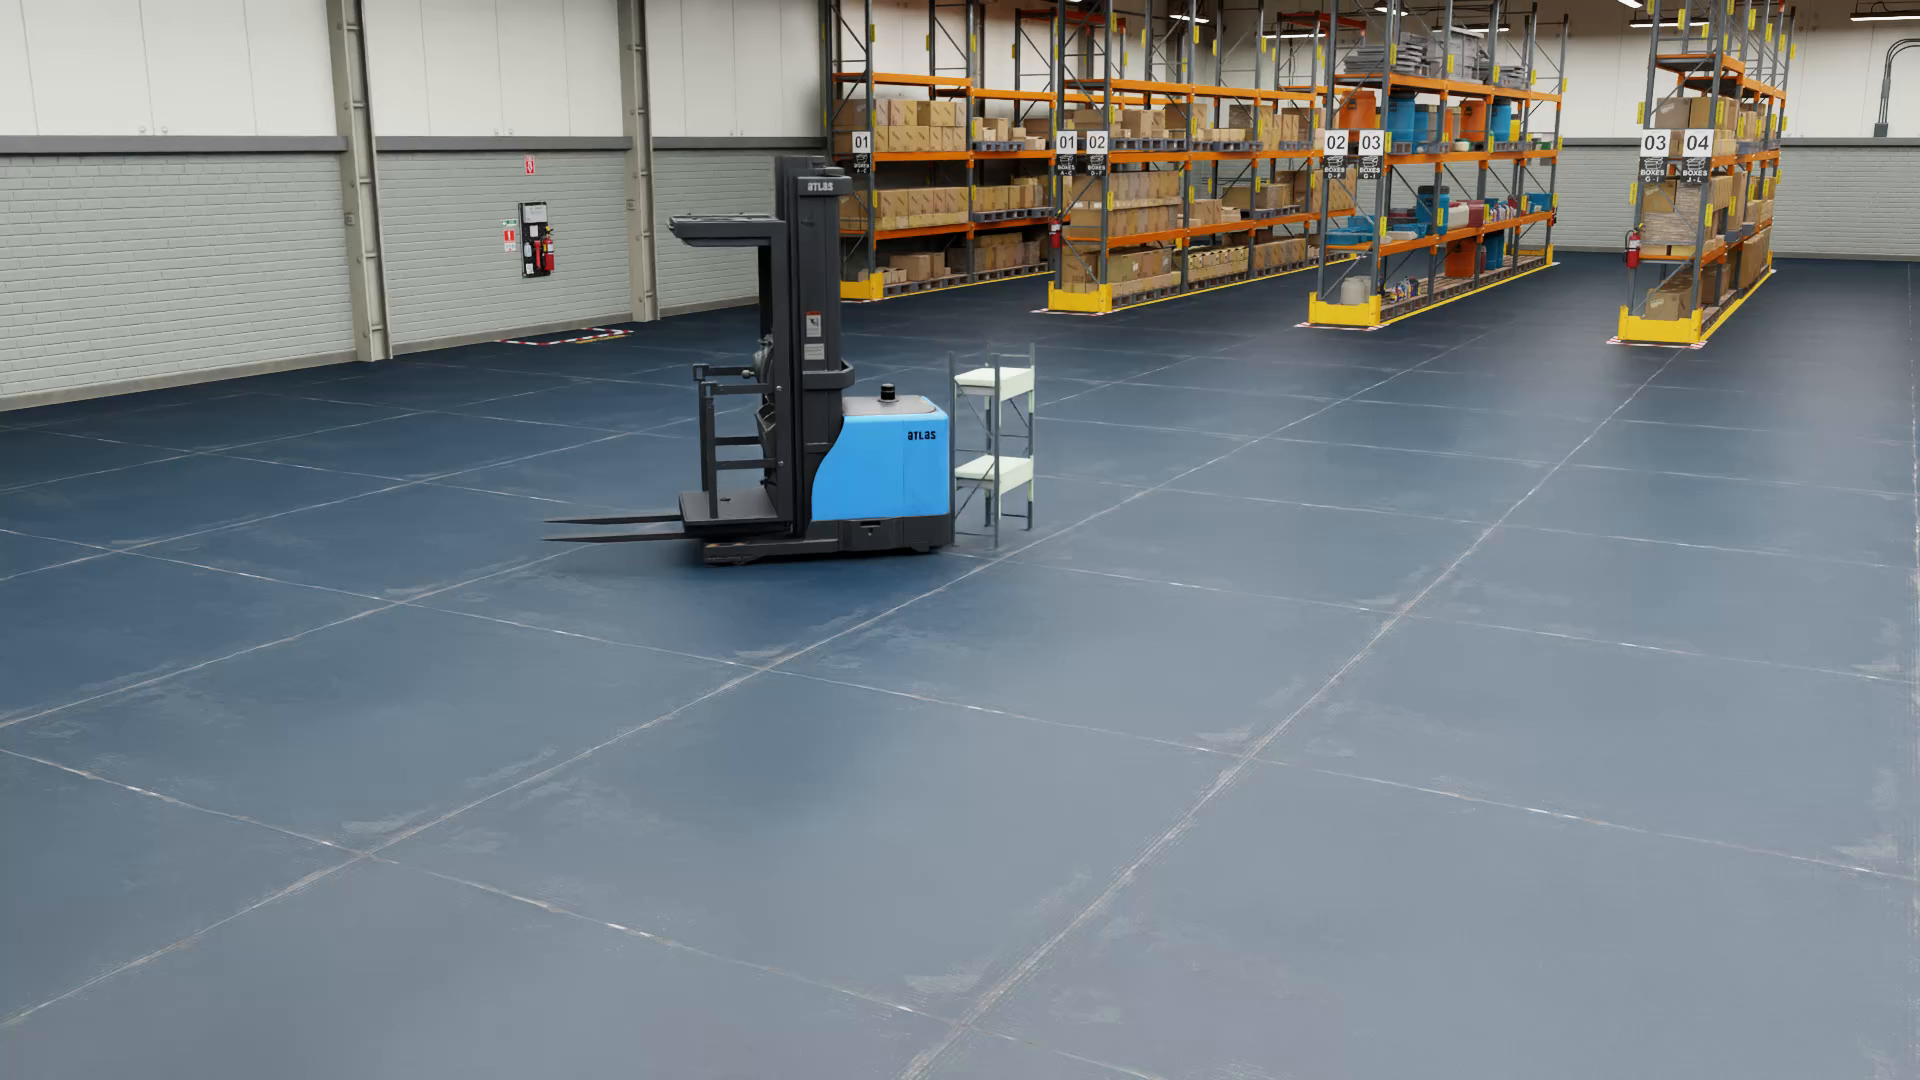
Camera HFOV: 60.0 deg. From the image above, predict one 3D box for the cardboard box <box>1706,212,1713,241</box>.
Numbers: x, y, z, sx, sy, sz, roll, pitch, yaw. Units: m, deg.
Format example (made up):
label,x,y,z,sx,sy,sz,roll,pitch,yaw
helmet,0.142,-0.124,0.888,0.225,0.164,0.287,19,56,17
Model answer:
label,x,y,z,sx,sy,sz,roll,pitch,yaw
cardboard box,11.841,-5.187,27.300,0.875,0.500,0.500,7,15,28

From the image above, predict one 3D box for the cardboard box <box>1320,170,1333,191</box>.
label,x,y,z,sx,sy,sz,roll,pitch,yaw
cardboard box,8.986,-8.965,41.472,0.500,0.500,0.500,7,15,26

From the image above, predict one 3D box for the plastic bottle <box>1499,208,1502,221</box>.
label,x,y,z,sx,sy,sz,roll,pitch,yaw
plastic bottle,11.843,-7.161,36.600,0.152,0.276,0.135,7,15,28

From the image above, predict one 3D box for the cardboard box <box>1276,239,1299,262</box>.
label,x,y,z,sx,sy,sz,roll,pitch,yaw
cardboard box,7.779,-6.918,39.726,0.500,0.500,0.500,7,15,28

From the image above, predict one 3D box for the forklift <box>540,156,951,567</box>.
label,x,y,z,sx,sy,sz,roll,pitch,yaw
forklift,-1.643,-1.362,12.431,3.031,2.935,1.130,-3,14,-12

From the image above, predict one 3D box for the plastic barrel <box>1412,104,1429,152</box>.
label,x,y,z,sx,sy,sz,roll,pitch,yaw
plastic barrel,8.536,-7.782,31.441,0.600,0.901,0.708,7,15,28

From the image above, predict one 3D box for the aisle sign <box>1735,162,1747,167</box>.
label,x,y,z,sx,sy,sz,roll,pitch,yaw
aisle sign,18.389,-9.164,39.098,0.394,0.787,0.004,7,15,28

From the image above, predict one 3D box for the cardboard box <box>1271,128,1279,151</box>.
label,x,y,z,sx,sy,sz,roll,pitch,yaw
cardboard box,6.759,-9.145,37.952,0.910,0.500,0.500,7,15,28

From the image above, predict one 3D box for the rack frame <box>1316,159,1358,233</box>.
label,x,y,z,sx,sy,sz,roll,pitch,yaw
rack frame,9.947,-8.975,43.860,1.000,3.000,0.127,7,15,28

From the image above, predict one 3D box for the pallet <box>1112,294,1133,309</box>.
label,x,y,z,sx,sy,sz,roll,pitch,yaw
pallet,2.545,-4.498,31.241,1.003,0.211,1.213,7,15,28

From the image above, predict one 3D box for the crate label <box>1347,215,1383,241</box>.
label,x,y,z,sx,sy,sz,roll,pitch,yaw
crate label,7.200,-5.555,29.602,0.502,0.435,0.616,7,15,28

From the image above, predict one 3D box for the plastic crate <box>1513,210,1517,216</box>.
label,x,y,z,sx,sy,sz,roll,pitch,yaw
plastic crate,12.698,-7.572,38.477,0.396,0.136,0.243,7,15,28

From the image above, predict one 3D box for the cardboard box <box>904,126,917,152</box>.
label,x,y,z,sx,sy,sz,roll,pitch,yaw
cardboard box,-1.207,-8.022,33.254,0.500,0.500,0.500,8,16,31

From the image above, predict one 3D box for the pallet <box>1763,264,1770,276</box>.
label,x,y,z,sx,sy,sz,roll,pitch,yaw
pallet,18.299,-6.323,38.810,1.003,0.211,1.213,7,15,28

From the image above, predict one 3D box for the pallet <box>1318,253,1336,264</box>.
label,x,y,z,sx,sy,sz,roll,pitch,yaw
pallet,8.935,-7.190,42.409,1.003,0.211,1.213,7,15,28

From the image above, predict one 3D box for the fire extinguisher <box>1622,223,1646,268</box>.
label,x,y,z,sx,sy,sz,roll,pitch,yaw
fire extinguisher,10.424,-4.560,25.713,0.296,0.674,0.183,7,15,28

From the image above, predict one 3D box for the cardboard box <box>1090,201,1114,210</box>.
label,x,y,z,sx,sy,sz,roll,pitch,yaw
cardboard box,2.591,-6.112,30.388,0.380,0.149,0.250,7,15,28

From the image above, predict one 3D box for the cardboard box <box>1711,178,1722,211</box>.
label,x,y,z,sx,sy,sz,roll,pitch,yaw
cardboard box,11.875,-5.535,26.609,0.500,0.500,0.500,7,15,28

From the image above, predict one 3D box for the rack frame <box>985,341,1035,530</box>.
label,x,y,z,sx,sy,sz,roll,pitch,yaw
rack frame,0.396,-0.829,13.274,0.400,1.500,0.023,6,15,22

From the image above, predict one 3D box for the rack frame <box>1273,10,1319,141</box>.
label,x,y,z,sx,sy,sz,roll,pitch,yaw
rack frame,8.013,-11.070,39.752,1.000,3.000,0.127,7,15,28

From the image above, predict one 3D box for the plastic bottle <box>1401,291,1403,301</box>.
label,x,y,z,sx,sy,sz,roll,pitch,yaw
plastic bottle,7.958,-4.431,30.046,0.097,0.201,0.097,0,14,0

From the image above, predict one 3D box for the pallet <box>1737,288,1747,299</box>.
label,x,y,z,sx,sy,sz,roll,pitch,yaw
pallet,15.197,-5.008,33.355,1.003,0.211,1.213,7,15,28

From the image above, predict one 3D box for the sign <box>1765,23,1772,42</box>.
label,x,y,z,sx,sy,sz,roll,pitch,yaw
sign,15.230,-9.560,31.324,0.100,0.325,0.005,7,15,28

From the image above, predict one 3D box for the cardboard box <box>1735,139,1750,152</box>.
label,x,y,z,sx,sy,sz,roll,pitch,yaw
cardboard box,14.262,-7.264,30.684,0.500,0.250,0.500,8,16,30

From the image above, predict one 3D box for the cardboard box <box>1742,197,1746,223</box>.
label,x,y,z,sx,sy,sz,roll,pitch,yaw
cardboard box,14.341,-6.222,31.331,0.700,0.500,0.500,10,17,36

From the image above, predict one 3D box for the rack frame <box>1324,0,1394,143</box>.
label,x,y,z,sx,sy,sz,roll,pitch,yaw
rack frame,6.547,-8.046,27.209,1.000,3.000,0.127,7,15,28

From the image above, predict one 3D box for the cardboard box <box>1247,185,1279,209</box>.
label,x,y,z,sx,sy,sz,roll,pitch,yaw
cardboard box,6.895,-7.894,38.268,0.700,0.500,0.500,11,17,38

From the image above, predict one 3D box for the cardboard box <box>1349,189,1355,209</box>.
label,x,y,z,sx,sy,sz,roll,pitch,yaw
cardboard box,9.969,-8.901,43.339,0.500,0.500,0.500,8,16,30

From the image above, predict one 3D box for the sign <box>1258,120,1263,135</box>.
label,x,y,z,sx,sy,sz,roll,pitch,yaw
sign,6.562,-9.017,36.362,0.100,0.325,0.005,7,15,28

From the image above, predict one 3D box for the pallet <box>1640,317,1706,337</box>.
label,x,y,z,sx,sy,sz,roll,pitch,yaw
pallet,11.343,-3.392,26.651,1.003,0.211,1.213,7,15,28

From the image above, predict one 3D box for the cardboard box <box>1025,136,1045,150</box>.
label,x,y,z,sx,sy,sz,roll,pitch,yaw
cardboard box,1.630,-9.140,38.293,0.500,0.311,0.500,7,15,28

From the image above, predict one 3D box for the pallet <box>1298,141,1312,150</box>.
label,x,y,z,sx,sy,sz,roll,pitch,yaw
pallet,7.637,-9.395,39.604,1.213,0.211,1.003,7,15,28

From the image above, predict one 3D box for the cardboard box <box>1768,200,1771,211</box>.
label,x,y,z,sx,sy,sz,roll,pitch,yaw
cardboard box,18.124,-7.585,37.782,0.500,0.250,0.500,7,15,26

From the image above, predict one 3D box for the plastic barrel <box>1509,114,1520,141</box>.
label,x,y,z,sx,sy,sz,roll,pitch,yaw
plastic barrel,12.084,-9.136,36.830,0.600,0.588,0.600,0,14,0

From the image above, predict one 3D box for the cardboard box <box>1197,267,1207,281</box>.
label,x,y,z,sx,sy,sz,roll,pitch,yaw
cardboard box,4.806,-5.540,34.582,0.500,0.250,0.500,8,16,29

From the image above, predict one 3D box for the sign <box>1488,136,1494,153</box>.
label,x,y,z,sx,sy,sz,roll,pitch,yaw
sign,10.899,-8.118,34.129,0.100,0.325,0.005,7,15,28

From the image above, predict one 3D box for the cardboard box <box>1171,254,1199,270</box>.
label,x,y,z,sx,sy,sz,roll,pitch,yaw
cardboard box,4.564,-5.709,34.089,0.500,0.311,0.500,7,15,28

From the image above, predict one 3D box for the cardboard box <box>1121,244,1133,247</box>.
label,x,y,z,sx,sy,sz,roll,pitch,yaw
cardboard box,4.127,-7.845,43.612,0.700,0.500,0.500,8,16,29

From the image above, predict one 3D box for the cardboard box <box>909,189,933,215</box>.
label,x,y,z,sx,sy,sz,roll,pitch,yaw
cardboard box,-0.890,-6.931,34.058,0.500,0.500,0.500,8,16,30

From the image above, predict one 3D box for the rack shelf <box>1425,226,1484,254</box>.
label,x,y,z,sx,sy,sz,roll,pitch,yaw
rack shelf,9.447,-6.011,33.103,1.077,0.370,4.000,7,15,28

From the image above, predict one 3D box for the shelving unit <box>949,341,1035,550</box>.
label,x,y,z,sx,sy,sz,roll,pitch,yaw
shelving unit,0.253,-0.750,12.946,0.431,1.500,0.755,6,15,22

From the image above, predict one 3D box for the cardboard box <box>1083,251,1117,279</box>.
label,x,y,z,sx,sy,sz,roll,pitch,yaw
cardboard box,2.682,-5.275,31.883,0.500,0.500,0.500,7,15,28

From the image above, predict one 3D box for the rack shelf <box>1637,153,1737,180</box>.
label,x,y,z,sx,sy,sz,roll,pitch,yaw
rack shelf,11.849,-6.088,27.020,1.077,0.370,4.000,7,15,28

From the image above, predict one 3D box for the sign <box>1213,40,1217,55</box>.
label,x,y,z,sx,sy,sz,roll,pitch,yaw
sign,5.600,-10.802,36.476,0.100,0.325,0.005,7,15,28

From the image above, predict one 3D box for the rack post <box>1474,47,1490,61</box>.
label,x,y,z,sx,sy,sz,roll,pitch,yaw
rack post,10.705,-10.109,34.666,0.624,0.289,0.986,7,15,28

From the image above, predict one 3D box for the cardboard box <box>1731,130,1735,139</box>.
label,x,y,z,sx,sy,sz,roll,pitch,yaw
cardboard box,12.912,-6.869,28.196,0.380,0.149,0.250,8,16,30

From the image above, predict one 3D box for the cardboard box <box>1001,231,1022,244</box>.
label,x,y,z,sx,sy,sz,roll,pitch,yaw
cardboard box,1.109,-6.994,38.437,0.500,0.250,0.500,8,16,29

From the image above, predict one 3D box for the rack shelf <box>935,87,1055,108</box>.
label,x,y,z,sx,sy,sz,roll,pitch,yaw
rack shelf,0.775,-9.856,37.102,1.077,0.370,4.000,7,15,28

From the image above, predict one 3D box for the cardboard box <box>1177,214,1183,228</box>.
label,x,y,z,sx,sy,sz,roll,pitch,yaw
cardboard box,4.346,-6.546,34.105,0.500,0.250,0.500,9,16,32

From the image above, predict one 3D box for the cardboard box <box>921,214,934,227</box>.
label,x,y,z,sx,sy,sz,roll,pitch,yaw
cardboard box,-0.876,-6.569,34.158,0.500,0.250,0.500,8,15,29

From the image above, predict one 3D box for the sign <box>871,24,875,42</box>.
label,x,y,z,sx,sy,sz,roll,pitch,yaw
sign,-1.651,-9.600,31.491,0.100,0.325,0.005,7,15,28

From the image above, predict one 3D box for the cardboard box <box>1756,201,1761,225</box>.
label,x,y,z,sx,sy,sz,roll,pitch,yaw
cardboard box,16.451,-6.852,34.841,0.500,0.500,0.500,8,16,30

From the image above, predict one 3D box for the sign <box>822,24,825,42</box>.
label,x,y,z,sx,sy,sz,roll,pitch,yaw
sign,-2.602,-9.767,32.015,0.100,0.325,0.005,7,15,28

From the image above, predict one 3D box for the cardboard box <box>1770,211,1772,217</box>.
label,x,y,z,sx,sy,sz,roll,pitch,yaw
cardboard box,18.486,-7.514,38.336,0.380,0.149,0.250,7,15,28

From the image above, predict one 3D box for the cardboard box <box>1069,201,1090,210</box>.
label,x,y,z,sx,sy,sz,roll,pitch,yaw
cardboard box,2.230,-6.156,30.570,0.380,0.149,0.250,7,15,27

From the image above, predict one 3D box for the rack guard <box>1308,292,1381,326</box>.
label,x,y,z,sx,sy,sz,roll,pitch,yaw
rack guard,6.542,-3.936,28.292,1.175,0.500,0.348,7,15,28

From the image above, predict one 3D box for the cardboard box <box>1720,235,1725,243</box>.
label,x,y,z,sx,sy,sz,roll,pitch,yaw
cardboard box,12.970,-5.190,28.697,0.380,0.149,0.250,7,15,28
